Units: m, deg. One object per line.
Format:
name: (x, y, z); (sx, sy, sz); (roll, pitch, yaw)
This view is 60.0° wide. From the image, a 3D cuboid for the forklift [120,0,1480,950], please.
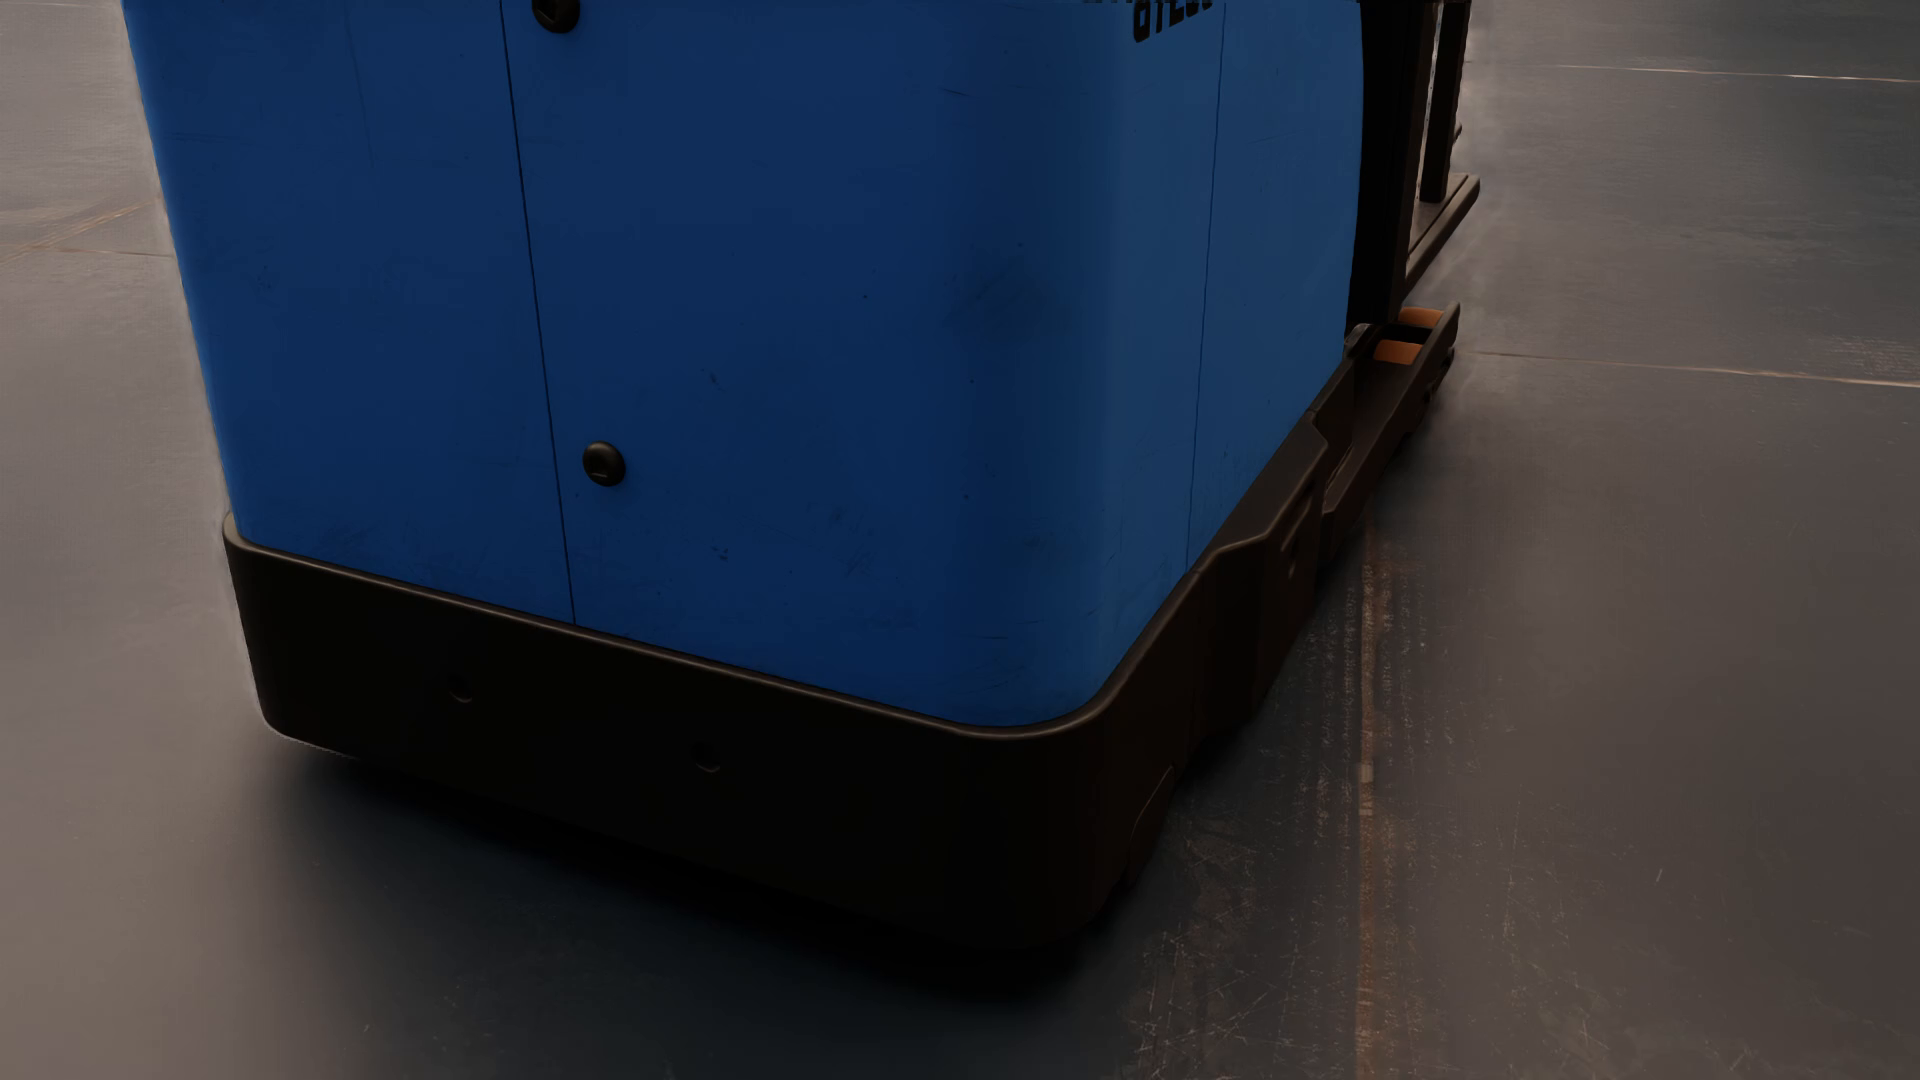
forklift: (0.254, -1.559, 2.336); (1.130, 2.935, 3.031); (12, 29, 22)
